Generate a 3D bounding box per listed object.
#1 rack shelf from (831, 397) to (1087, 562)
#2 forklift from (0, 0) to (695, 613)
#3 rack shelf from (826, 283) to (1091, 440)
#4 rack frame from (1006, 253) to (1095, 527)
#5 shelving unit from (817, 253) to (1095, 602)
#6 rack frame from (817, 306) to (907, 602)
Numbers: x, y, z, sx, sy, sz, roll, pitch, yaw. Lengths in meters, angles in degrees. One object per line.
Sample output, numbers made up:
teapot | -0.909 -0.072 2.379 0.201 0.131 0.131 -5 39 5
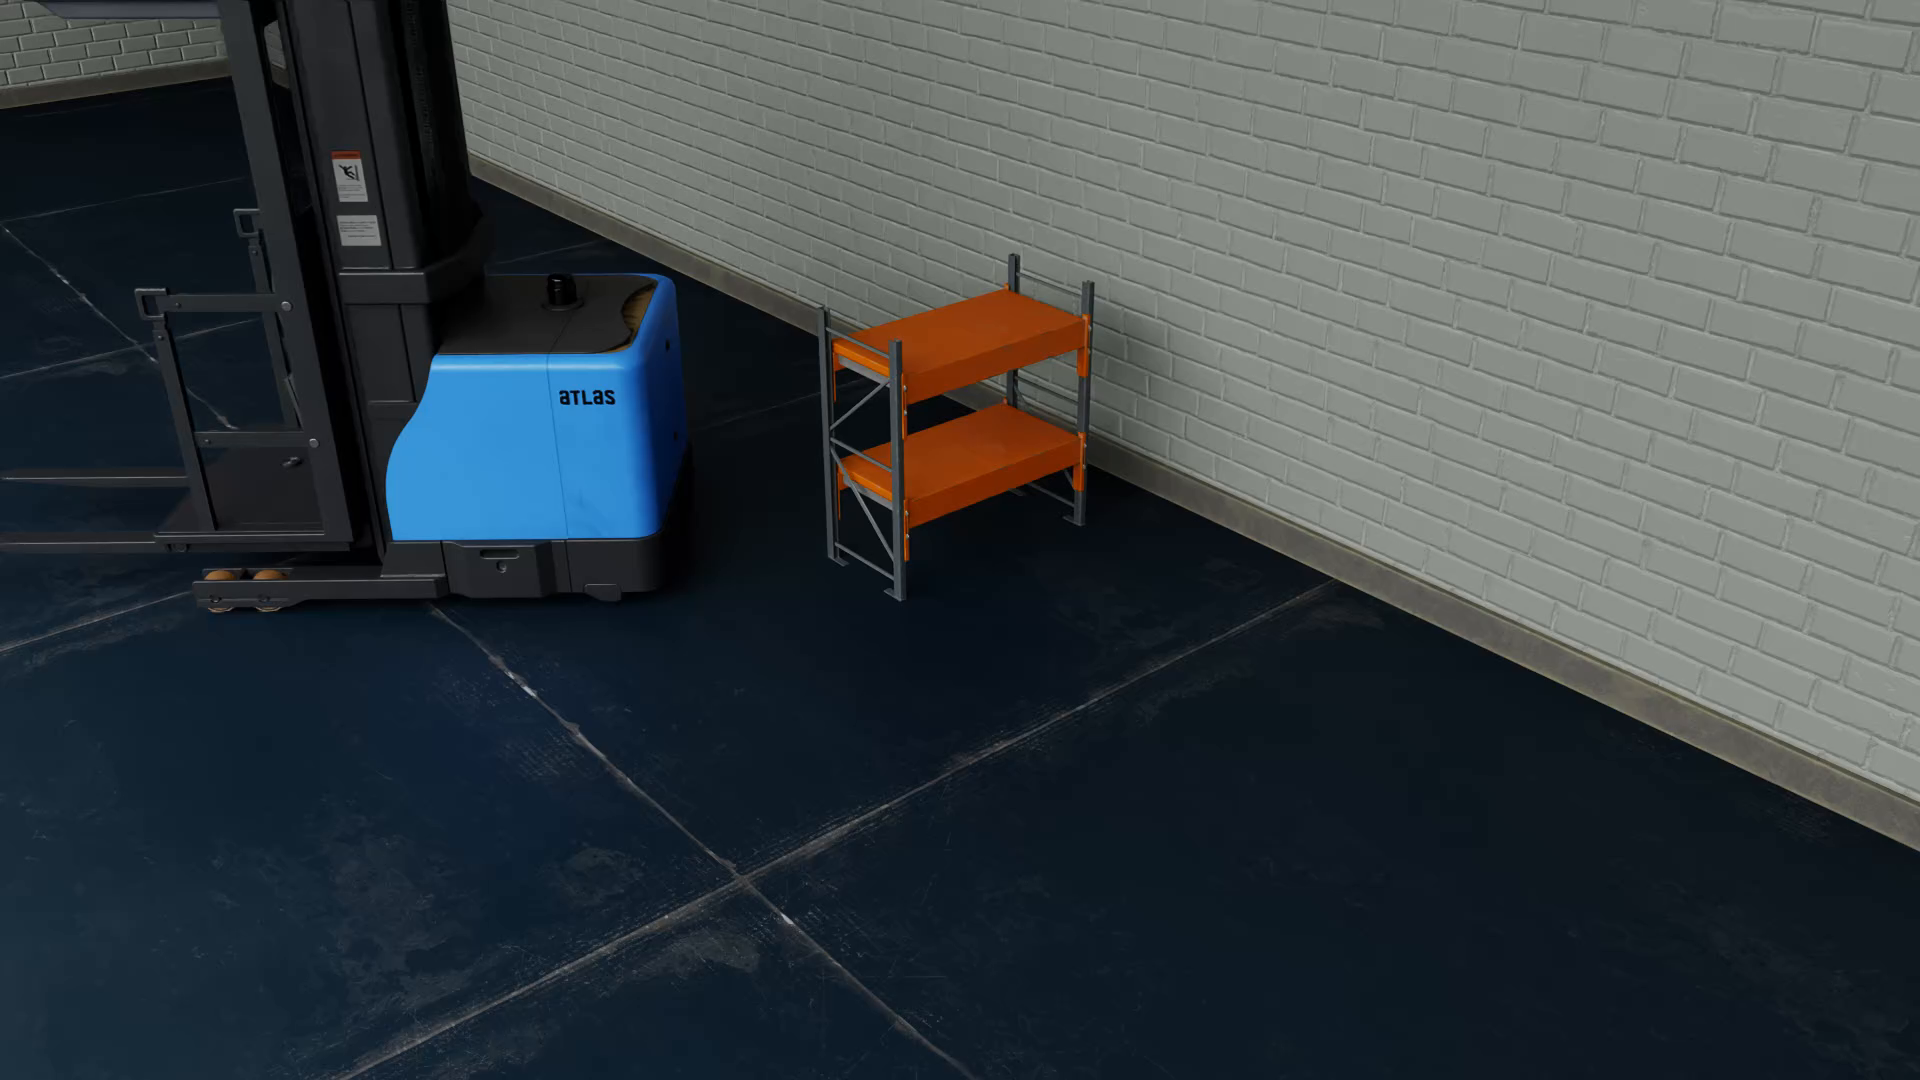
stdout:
rack shelf | -0.005 -0.278 7.096 1.000 0.278 0.538 -22 35 -35
forklift | -2.707 -1.253 6.485 3.031 2.935 1.130 -1 28 -1
rack shelf | -0.005 -0.752 6.843 1.000 0.278 0.538 -22 35 -35
rack frame | 0.382 -0.650 7.272 0.032 1.125 0.500 -22 35 -35
shelving unit | -0.005 -0.494 6.981 1.048 1.125 0.538 -22 35 -35
rack frame | -0.392 -0.339 6.690 0.032 1.125 0.500 -22 35 -35
